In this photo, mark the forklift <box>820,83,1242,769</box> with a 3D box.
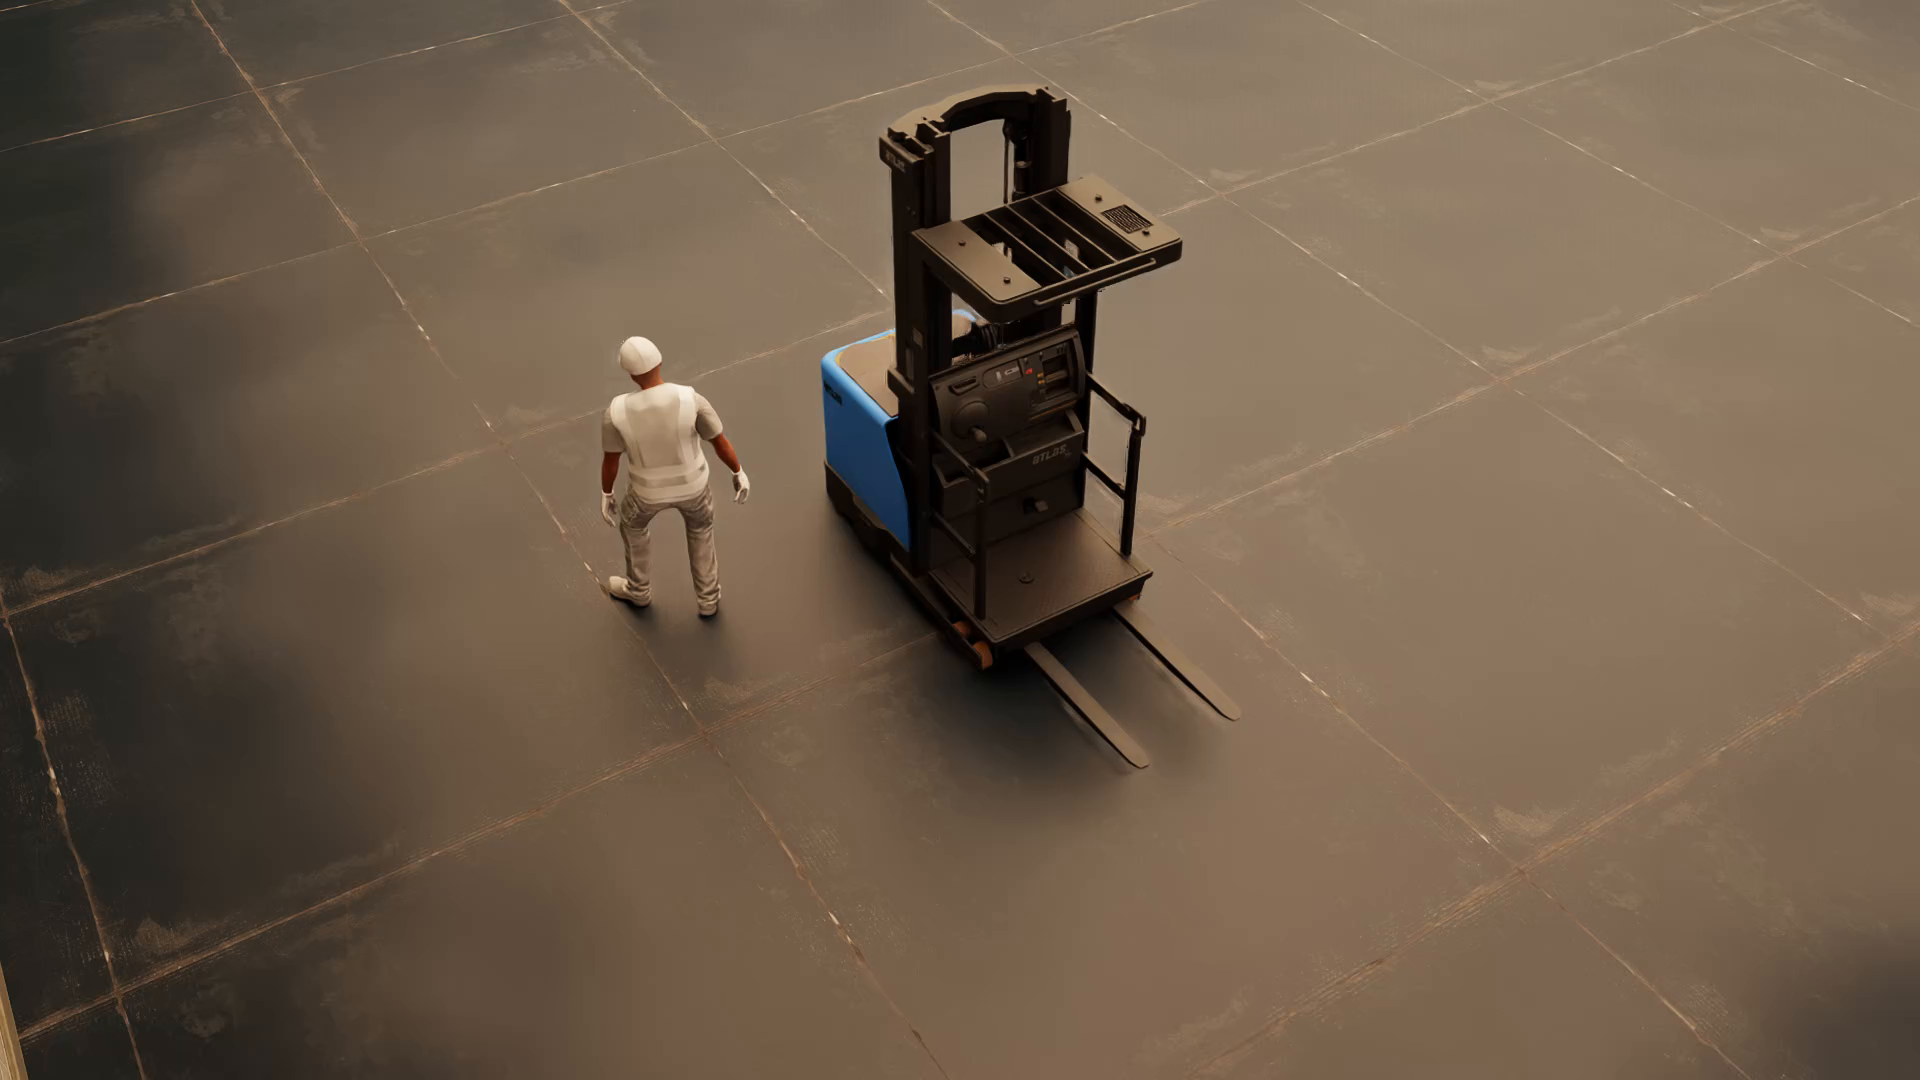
[{"bbox_3d":[0.382,-0.734,8.710,1.130,2.935,3.031,-23,46,-24],"label":"forklift"}]

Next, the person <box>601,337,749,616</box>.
[{"bbox_3d":[-1.615,-0.342,9.180,0.882,1.746,0.454,-6,42,-7],"label":"person"}]
